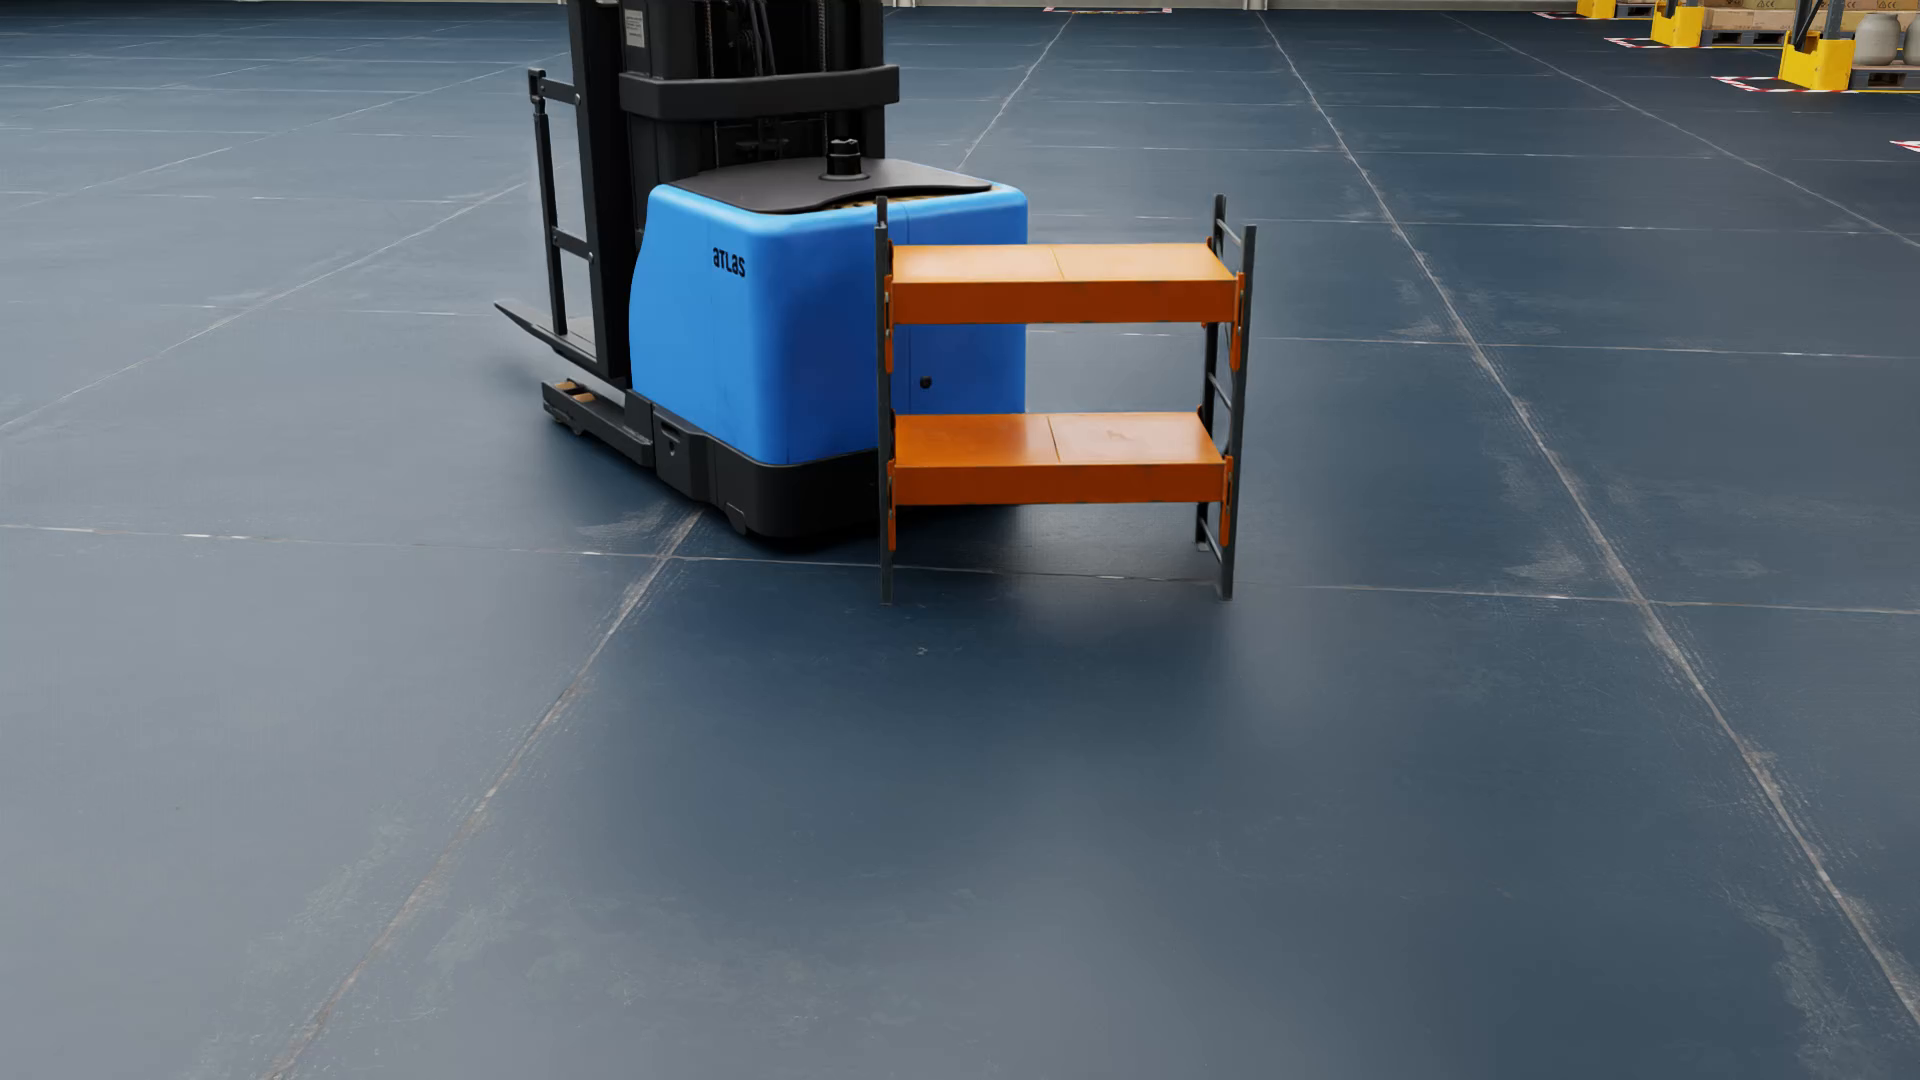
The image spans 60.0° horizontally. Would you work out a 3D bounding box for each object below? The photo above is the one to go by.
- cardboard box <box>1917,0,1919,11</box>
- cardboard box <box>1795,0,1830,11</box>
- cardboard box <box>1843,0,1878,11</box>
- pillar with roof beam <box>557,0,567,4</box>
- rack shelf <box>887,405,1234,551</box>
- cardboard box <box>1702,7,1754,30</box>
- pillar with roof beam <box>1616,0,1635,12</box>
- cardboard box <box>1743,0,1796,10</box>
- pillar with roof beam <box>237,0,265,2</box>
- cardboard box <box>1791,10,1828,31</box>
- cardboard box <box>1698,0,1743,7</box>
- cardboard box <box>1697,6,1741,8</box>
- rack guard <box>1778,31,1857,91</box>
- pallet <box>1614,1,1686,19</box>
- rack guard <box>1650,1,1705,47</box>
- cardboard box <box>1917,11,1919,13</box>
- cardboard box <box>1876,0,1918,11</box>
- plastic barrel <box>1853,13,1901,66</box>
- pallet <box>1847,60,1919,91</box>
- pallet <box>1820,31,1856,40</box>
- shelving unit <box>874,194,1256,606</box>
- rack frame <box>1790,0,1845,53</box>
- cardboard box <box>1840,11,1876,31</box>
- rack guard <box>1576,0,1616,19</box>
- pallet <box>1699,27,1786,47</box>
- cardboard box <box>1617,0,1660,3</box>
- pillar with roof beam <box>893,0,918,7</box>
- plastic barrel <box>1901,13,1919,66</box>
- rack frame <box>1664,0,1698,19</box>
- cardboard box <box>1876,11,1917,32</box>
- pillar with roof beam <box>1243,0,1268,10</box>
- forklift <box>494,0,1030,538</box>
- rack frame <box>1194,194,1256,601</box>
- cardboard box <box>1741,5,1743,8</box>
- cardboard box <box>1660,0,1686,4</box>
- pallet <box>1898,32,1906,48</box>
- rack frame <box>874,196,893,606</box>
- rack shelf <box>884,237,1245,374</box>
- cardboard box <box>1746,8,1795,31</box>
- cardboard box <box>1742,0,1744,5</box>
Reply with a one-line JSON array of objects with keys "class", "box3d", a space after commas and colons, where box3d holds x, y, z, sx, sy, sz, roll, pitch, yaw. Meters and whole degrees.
[{"class": "cardboard box", "box3d": [12.583, -7.111, 21.497, 0.500, 0.500, 0.500, 2, 22, 6]}, {"class": "cardboard box", "box3d": [11.094, -7.176, 21.660, 0.500, 0.500, 0.500, 2, 22, 6]}, {"class": "cardboard box", "box3d": [11.588, -7.148, 21.589, 0.500, 0.500, 0.500, 2, 22, 6]}, {"class": "pillar with roof beam", "box3d": [-7.413, -12.144, 23.918, 0.400, 9.000, 9.100, 2, 22, 6]}, {"class": "rack shelf", "box3d": [0.282, -0.198, 5.075, 1.000, 0.278, 0.538, -1, 22, -2]}, {"class": "cardboard box", "box3d": [10.099, -6.865, 21.894, 0.500, 0.250, 0.500, 2, 22, 6]}, {"class": "pillar with roof beam", "box3d": [10.462, -11.365, 21.948, 0.400, 9.000, 9.100, 2, 22, 6]}, {"class": "cardboard box", "box3d": [10.596, -7.193, 21.703, 0.500, 0.500, 0.500, 2, 22, 6]}, {"class": "pillar with roof beam", "box3d": [-13.371, -12.404, 24.575, 0.400, 9.000, 9.100, 2, 22, 6]}, {"class": "cardboard box", "box3d": [11.092, -6.823, 21.787, 0.500, 0.250, 0.500, 2, 22, 6]}, {"class": "cardboard box", "box3d": [10.160, -7.404, 22.236, 0.500, 0.500, 0.500, 2, 22, 6]}, {"class": "cardboard box", "box3d": [10.160, -7.054, 22.372, 0.500, 0.250, 0.500, 2, 22, 6]}, {"class": "rack guard", "box3d": [9.087, -5.096, 17.650, 0.348, 0.500, 1.175, 2, 22, 6]}, {"class": "pallet", "box3d": [11.050, -8.514, 26.687, 1.213, 0.211, 1.003, 2, 22, 6]}, {"class": "rack guard", "box3d": [9.569, -6.892, 22.192, 0.348, 0.500, 1.175, 2, 22, 6]}, {"class": "cardboard box", "box3d": [12.583, -6.762, 21.633, 0.500, 0.250, 0.500, 2, 22, 6]}, {"class": "cardboard box", "box3d": [12.086, -7.132, 21.548, 0.500, 0.500, 0.500, 2, 22, 6]}, {"class": "plastic barrel", "box3d": [9.668, -5.283, 17.534, 0.421, 0.512, 0.421, 0, 22, 0]}, {"class": "pallet", "box3d": [9.893, -4.925, 17.609, 1.213, 0.211, 1.003, 2, 22, 6]}, {"class": "pallet", "box3d": [11.565, -6.685, 22.061, 1.213, 0.211, 1.003, 2, 22, 6]}, {"class": "shelving unit", "box3d": [0.282, -0.425, 4.985, 1.048, 1.125, 0.538, -1, 22, -2]}, {"class": "rack frame", "box3d": [9.006, -6.245, 17.156, 0.127, 3.000, 1.000, 2, 22, 6]}, {"class": "cardboard box", "box3d": [11.588, -6.800, 21.728, 0.500, 0.250, 0.500, 2, 22, 6]}, {"class": "rack guard", "box3d": [10.247, -8.696, 26.756, 0.348, 0.500, 1.175, 2, 22, 6]}, {"class": "pallet", "box3d": [10.357, -6.739, 22.197, 1.213, 0.211, 1.003, 2, 22, 6]}, {"class": "cardboard box", "box3d": [10.848, -8.753, 26.559, 0.500, 0.311, 0.500, 0, 22, 0]}, {"class": "pillar with roof beam", "box3d": [-1.455, -11.885, 23.262, 0.400, 9.000, 9.100, 2, 22, 6]}, {"class": "plastic barrel", "box3d": [10.166, -5.261, 17.479, 0.421, 0.512, 0.421, 0, 22, 0]}, {"class": "rack frame", "box3d": [9.592, -8.053, 21.730, 0.127, 3.000, 1.000, 2, 22, 6]}, {"class": "cardboard box", "box3d": [12.085, -6.778, 21.674, 0.500, 0.250, 0.500, 2, 22, 6]}, {"class": "pillar with roof beam", "box3d": [4.504, -11.625, 22.605, 0.400, 9.000, 9.100, 2, 22, 6]}, {"class": "forklift", "box3d": [-1.003, -1.855, 6.146, 1.130, 2.935, 3.031, -14, 26, -31]}, {"class": "rack frame", "box3d": [0.790, -0.432, 5.002, 0.032, 1.125, 0.500, -1, 22, -2]}, {"class": "cardboard box", "box3d": [10.658, -7.037, 22.328, 0.500, 0.250, 0.500, 2, 22, 6]}, {"class": "cardboard box", "box3d": [11.414, -8.729, 26.497, 0.500, 0.311, 0.500, 4, 22, 11]}, {"class": "pallet", "box3d": [12.780, -6.633, 21.930, 1.213, 0.211, 1.003, 2, 22, 6]}, {"class": "rack frame", "box3d": [-0.226, -0.418, 4.968, 0.032, 1.125, 0.500, -1, 22, -2]}, {"class": "rack shelf", "box3d": [0.282, -0.697, 4.877, 1.000, 0.278, 0.538, -1, 22, -2]}, {"class": "cardboard box", "box3d": [10.596, -6.845, 21.842, 0.500, 0.250, 0.500, 2, 22, 6]}, {"class": "cardboard box", "box3d": [12.137, -8.767, 26.336, 0.500, 0.500, 0.700, 1, 22, 3]}]
